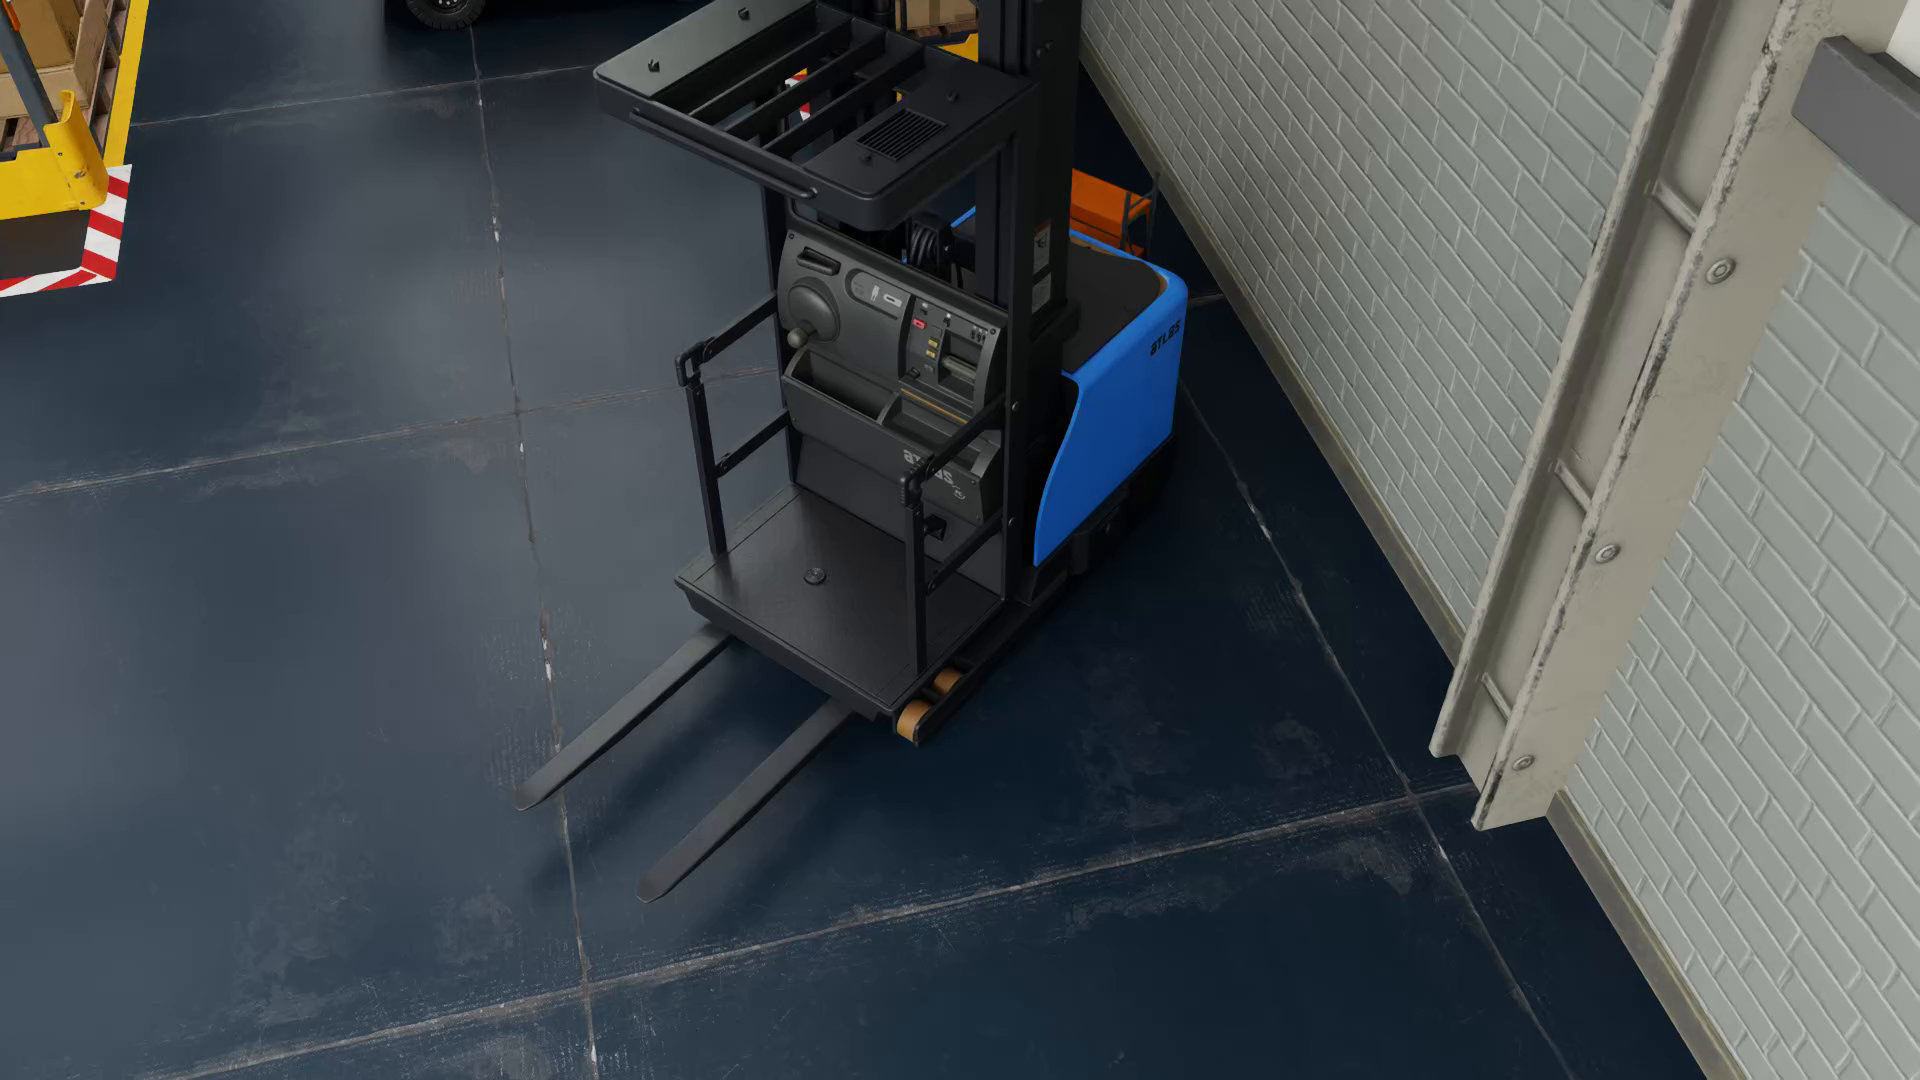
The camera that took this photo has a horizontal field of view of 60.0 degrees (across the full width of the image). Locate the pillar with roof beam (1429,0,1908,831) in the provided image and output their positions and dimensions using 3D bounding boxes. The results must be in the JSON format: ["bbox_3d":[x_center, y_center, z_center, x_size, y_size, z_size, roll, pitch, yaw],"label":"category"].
[{"bbox_3d":[-2.206,-1.481,2.151,9.100,9.000,0.400,-11,47,-10],"label":"pillar with roof beam"}]

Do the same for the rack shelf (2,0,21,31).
[{"bbox_3d":[-5.582,-3.884,9.210,1.077,0.370,4.000,-11,47,-10],"label":"rack shelf"}]

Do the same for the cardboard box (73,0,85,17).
[{"bbox_3d":[-5.154,-3.186,9.129,0.500,0.500,0.500,-12,47,-12],"label":"cardboard box"}]

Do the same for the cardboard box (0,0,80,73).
[{"bbox_3d":[-5.016,-2.826,8.776,0.500,0.500,0.500,-12,47,-12],"label":"cardboard box"}]

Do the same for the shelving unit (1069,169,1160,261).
[{"bbox_3d":[0.520,-1.109,7.234,0.503,1.200,0.258,28,48,25],"label":"shelving unit"}]

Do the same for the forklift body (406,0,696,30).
[{"bbox_3d":[-2.522,-4.343,9.751,2.313,2.155,1.214,-11,47,-10],"label":"forklift body"}]

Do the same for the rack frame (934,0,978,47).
[{"bbox_3d":[-0.273,-3.665,8.492,1.000,3.000,0.127,-11,47,-10],"label":"rack frame"}]

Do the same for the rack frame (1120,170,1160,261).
[{"bbox_3d":[0.715,-1.004,7.132,0.015,1.200,0.240,28,48,25],"label":"rack frame"}]

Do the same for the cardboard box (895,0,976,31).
[{"bbox_3d":[-0.210,-3.224,9.692,0.500,0.250,0.500,-11,47,-10],"label":"cardboard box"}]

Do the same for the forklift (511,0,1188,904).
[{"bbox_3d":[-0.383,-0.668,5.603,1.130,2.935,3.031,29,52,25],"label":"forklift"}]

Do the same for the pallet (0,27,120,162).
[{"bbox_3d":[-5.264,-2.399,9.204,1.003,0.211,1.213,-11,47,-10],"label":"pallet"}]

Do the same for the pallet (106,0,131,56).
[{"bbox_3d":[-5.572,-3.239,10.027,1.003,0.211,1.213,-11,47,-10],"label":"pallet"}]

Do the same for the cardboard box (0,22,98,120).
[{"bbox_3d":[-5.010,-2.547,9.028,0.500,0.250,0.500,-11,47,-11],"label":"cardboard box"}]

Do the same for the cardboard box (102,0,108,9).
[{"bbox_3d":[-5.285,-3.275,9.741,0.500,0.250,0.500,-8,46,-8],"label":"cardboard box"}]

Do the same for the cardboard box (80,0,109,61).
[{"bbox_3d":[-5.133,-2.901,9.374,0.500,0.250,0.500,-9,46,-9],"label":"cardboard box"}]

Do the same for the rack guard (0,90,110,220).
[{"bbox_3d":[-5.090,-1.932,8.544,1.175,0.500,0.348,-11,47,-10],"label":"rack guard"}]

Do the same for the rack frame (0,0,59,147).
[{"bbox_3d":[-5.070,-2.755,7.600,1.000,3.000,0.127,-11,47,-10],"label":"rack frame"}]

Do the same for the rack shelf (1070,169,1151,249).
[{"bbox_3d":[0.538,-1.400,6.971,0.480,0.148,0.258,28,48,25],"label":"rack shelf"}]

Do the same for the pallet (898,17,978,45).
[{"bbox_3d":[-0.509,-3.209,9.998,1.003,0.211,1.213,-11,47,-10],"label":"pallet"}]

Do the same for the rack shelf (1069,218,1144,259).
[{"bbox_3d":[0.527,-1.224,7.129,0.480,0.148,0.258,28,48,25],"label":"rack shelf"}]

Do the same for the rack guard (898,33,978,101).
[{"bbox_3d":[-0.267,-2.773,9.369,1.175,0.500,0.348,-11,47,-10],"label":"rack guard"}]
